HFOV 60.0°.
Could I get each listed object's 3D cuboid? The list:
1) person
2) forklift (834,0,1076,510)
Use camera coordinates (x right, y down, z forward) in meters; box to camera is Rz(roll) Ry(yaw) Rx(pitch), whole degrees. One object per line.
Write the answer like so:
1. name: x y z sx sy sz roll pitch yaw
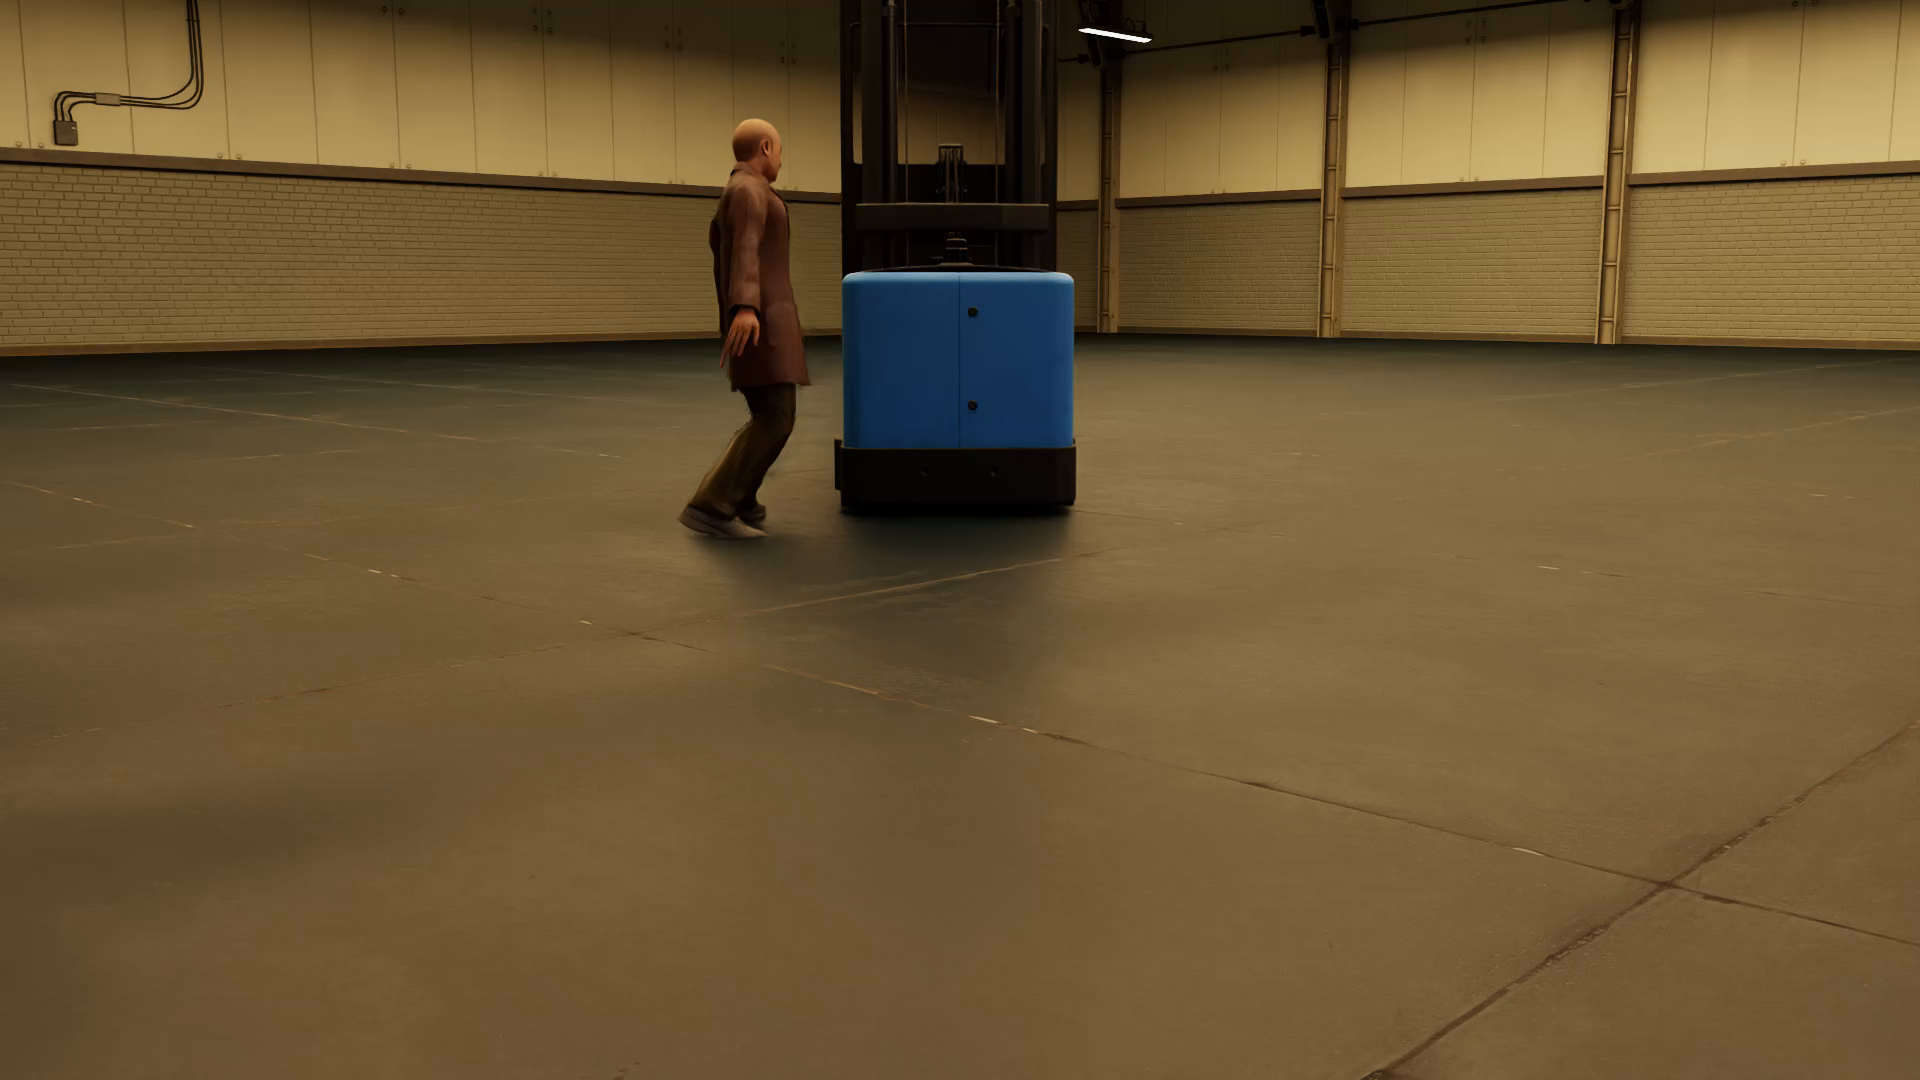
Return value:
1. person: -0.896 -0.858 6.857 0.584 1.739 0.935 -2 9 -12
2. forklift: -0.066 -1.769 8.622 1.130 2.935 3.031 0 9 -2
